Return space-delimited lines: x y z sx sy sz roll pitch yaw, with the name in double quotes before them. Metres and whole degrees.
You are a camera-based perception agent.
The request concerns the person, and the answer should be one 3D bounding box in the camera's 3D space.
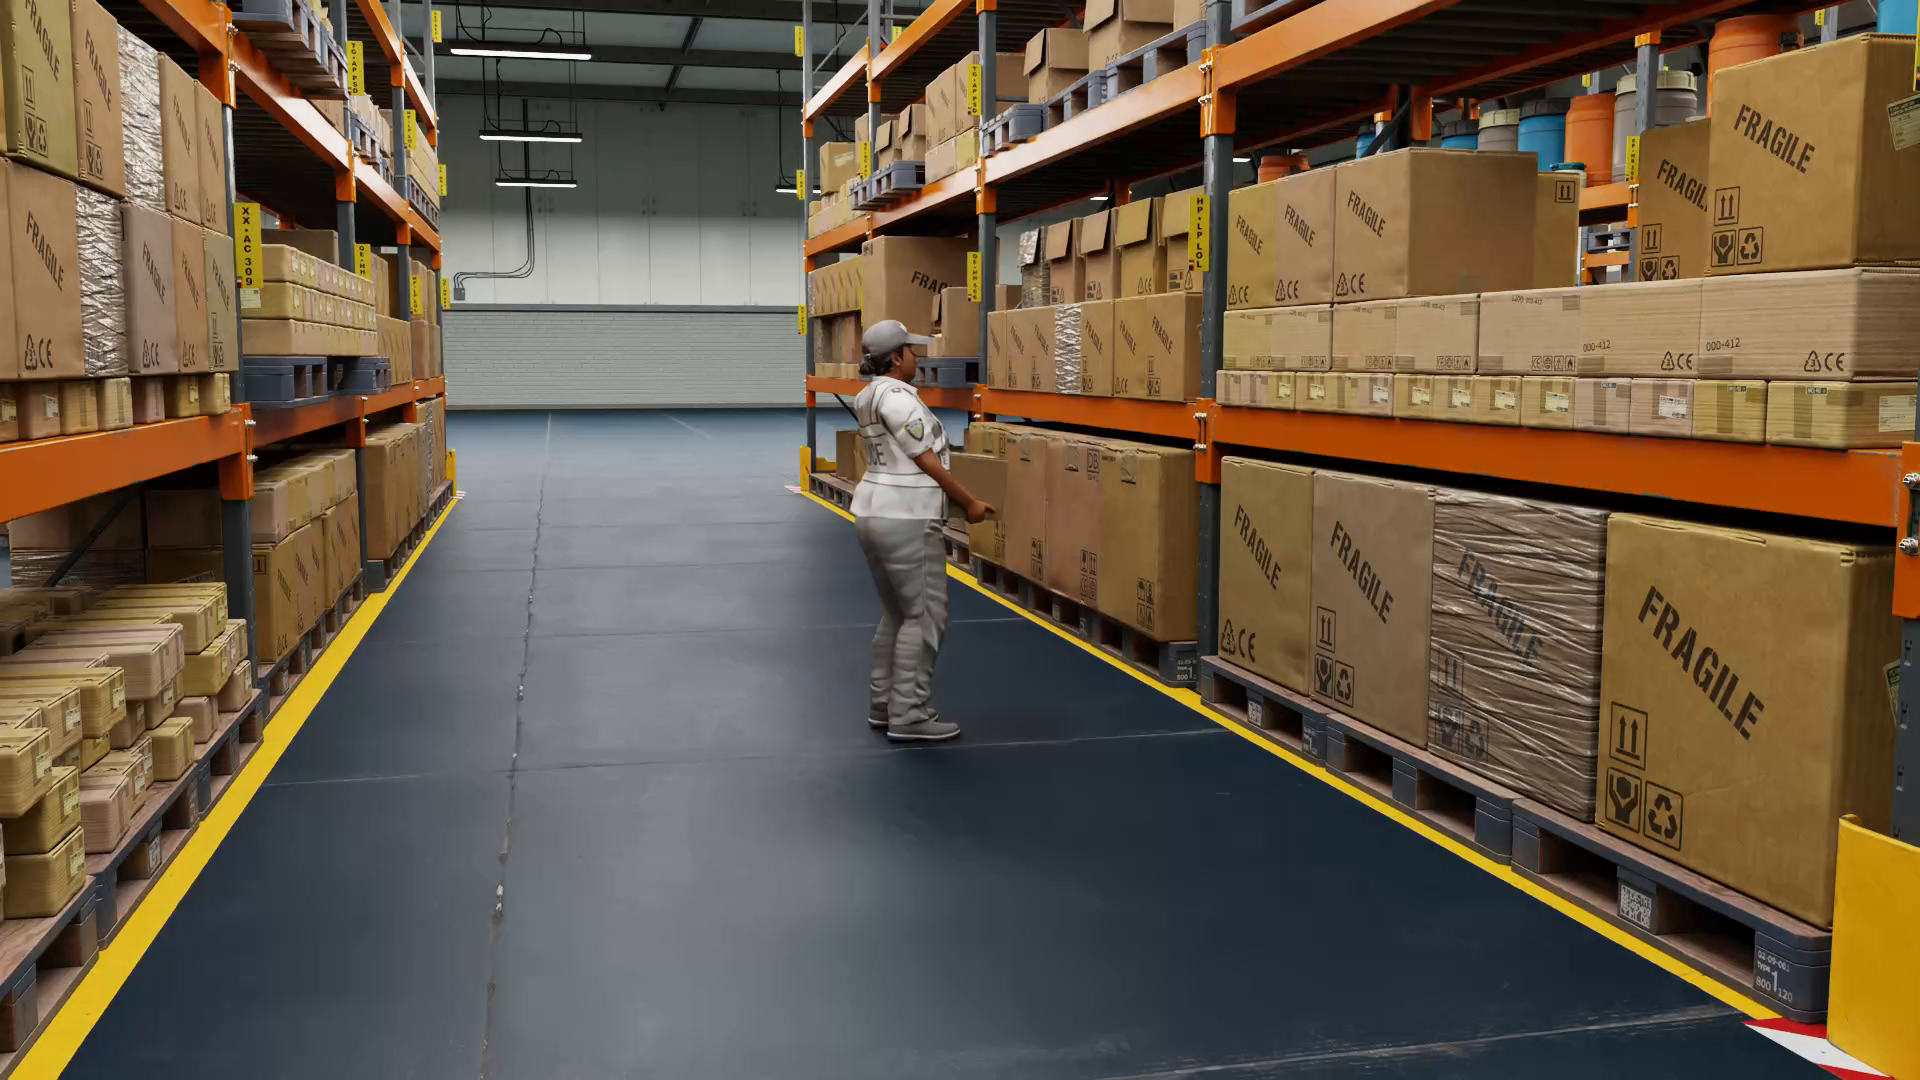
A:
"person" -0.159 -0.049 6.660 0.541 1.653 0.453 -2 7 -20
